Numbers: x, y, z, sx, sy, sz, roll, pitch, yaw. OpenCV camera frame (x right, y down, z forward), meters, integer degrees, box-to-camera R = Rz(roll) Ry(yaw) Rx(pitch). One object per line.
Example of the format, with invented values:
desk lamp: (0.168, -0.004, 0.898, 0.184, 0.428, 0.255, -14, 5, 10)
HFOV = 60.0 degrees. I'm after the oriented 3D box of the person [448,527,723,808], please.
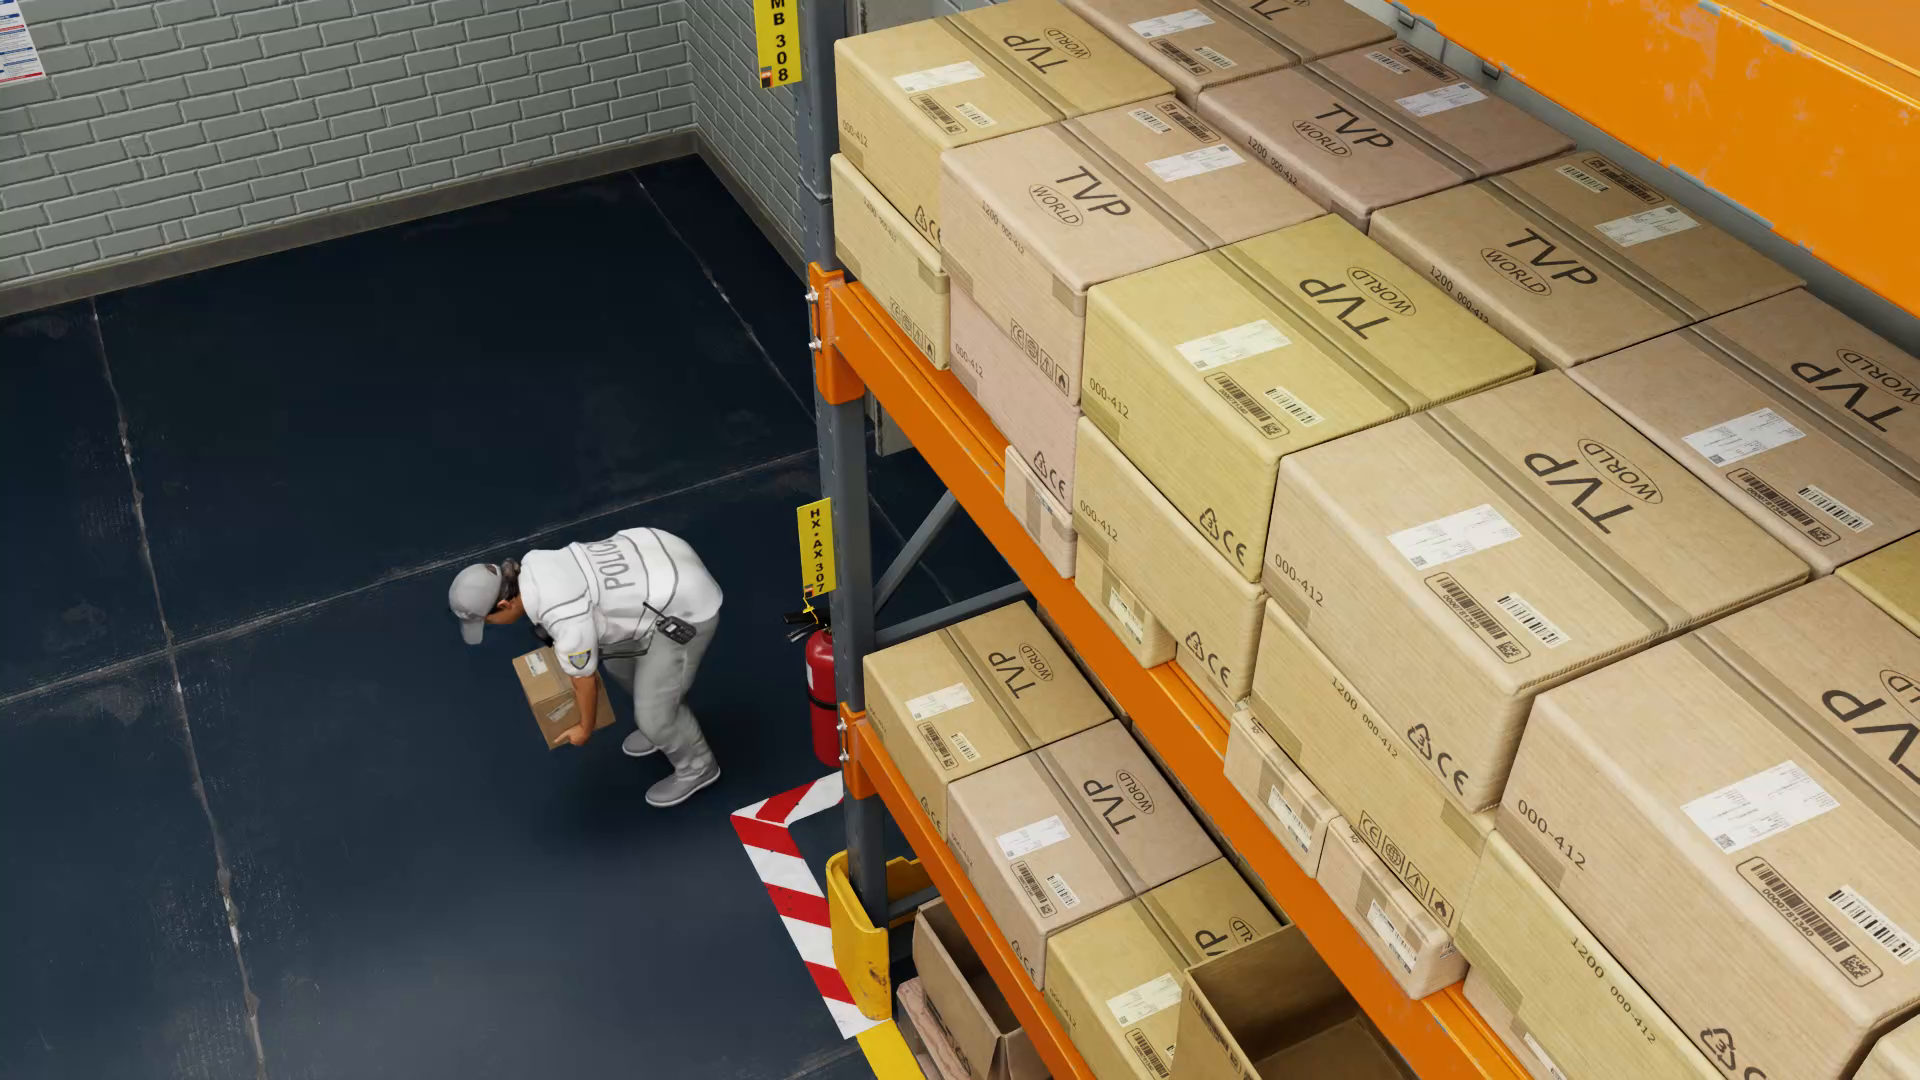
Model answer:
person: (-1.279, 0.457, 5.952, 0.901, 1.260, 0.463, -20, 45, -21)
